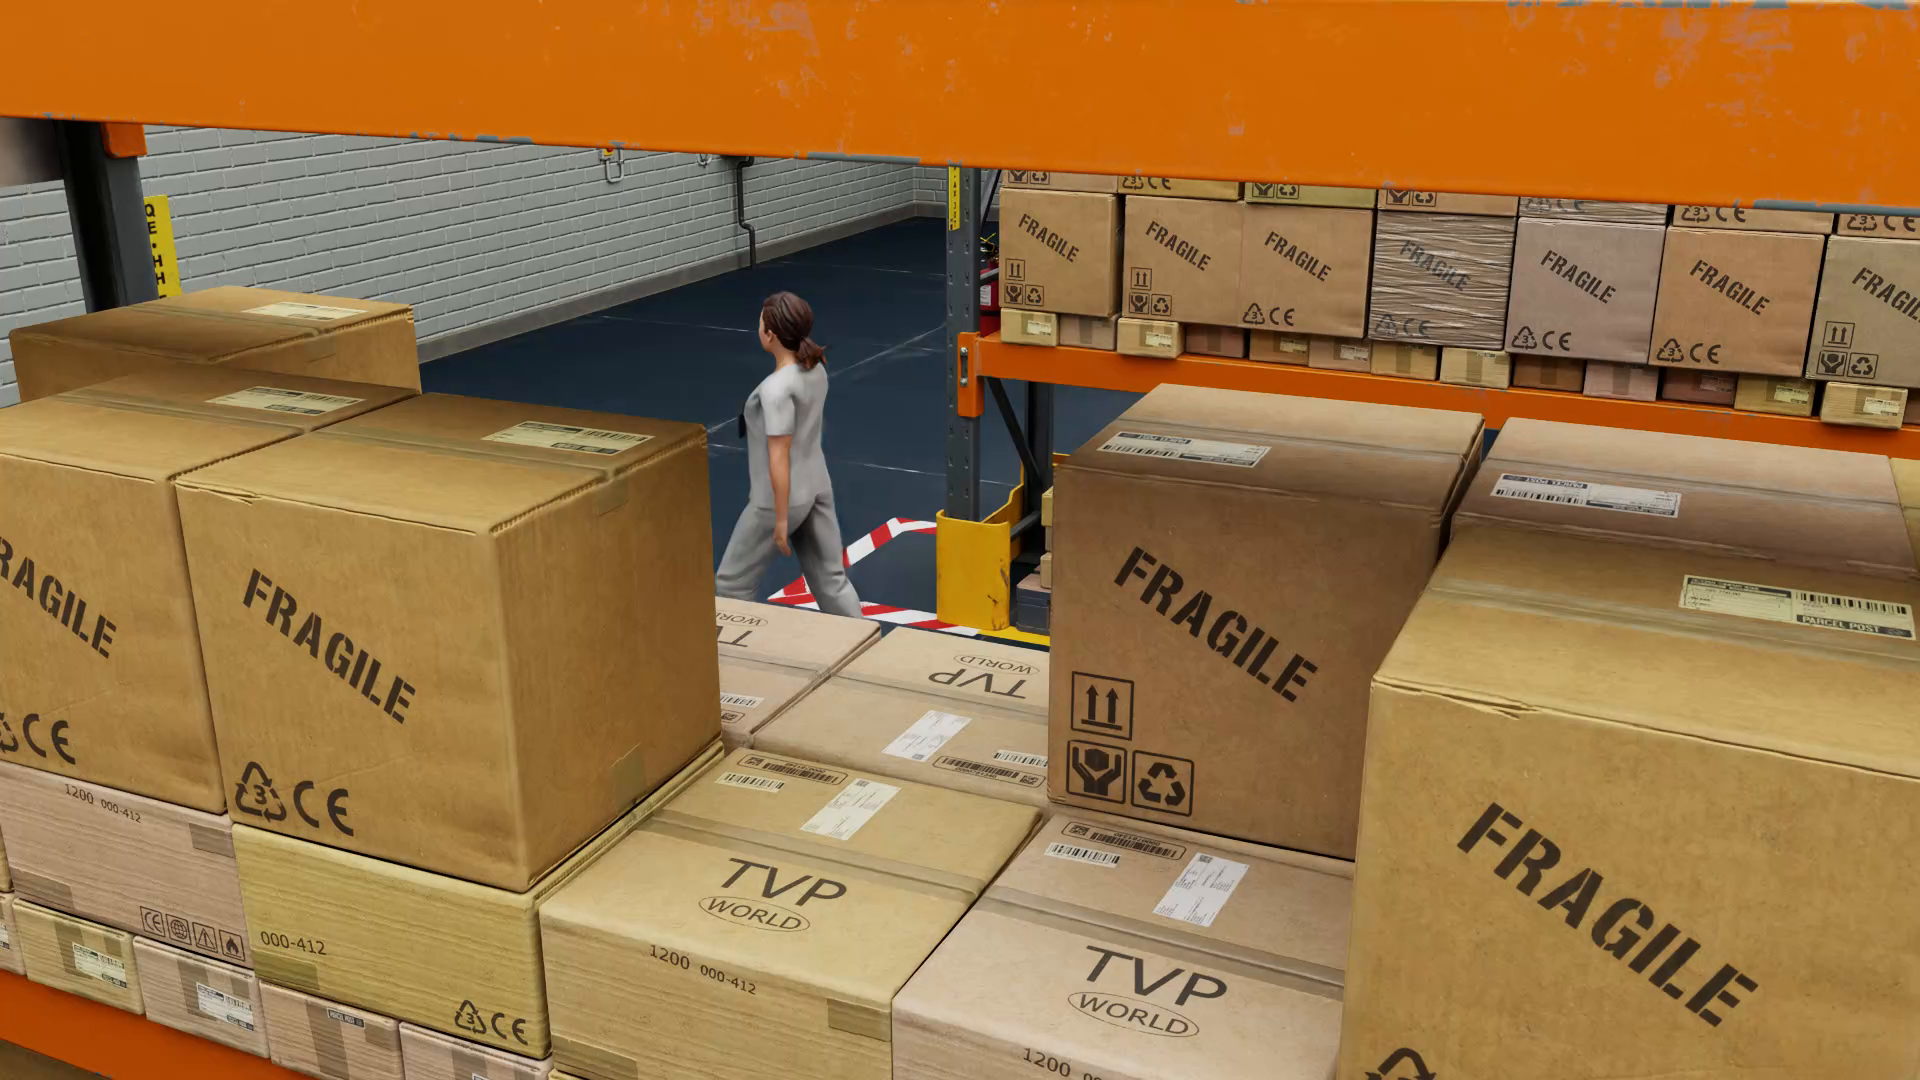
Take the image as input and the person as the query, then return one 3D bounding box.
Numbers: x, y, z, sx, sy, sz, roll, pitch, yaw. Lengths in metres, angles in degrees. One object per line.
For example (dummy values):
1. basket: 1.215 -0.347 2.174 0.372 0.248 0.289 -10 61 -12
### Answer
1. person: -0.741 -0.173 6.539 0.932 1.634 0.478 9 21 25
